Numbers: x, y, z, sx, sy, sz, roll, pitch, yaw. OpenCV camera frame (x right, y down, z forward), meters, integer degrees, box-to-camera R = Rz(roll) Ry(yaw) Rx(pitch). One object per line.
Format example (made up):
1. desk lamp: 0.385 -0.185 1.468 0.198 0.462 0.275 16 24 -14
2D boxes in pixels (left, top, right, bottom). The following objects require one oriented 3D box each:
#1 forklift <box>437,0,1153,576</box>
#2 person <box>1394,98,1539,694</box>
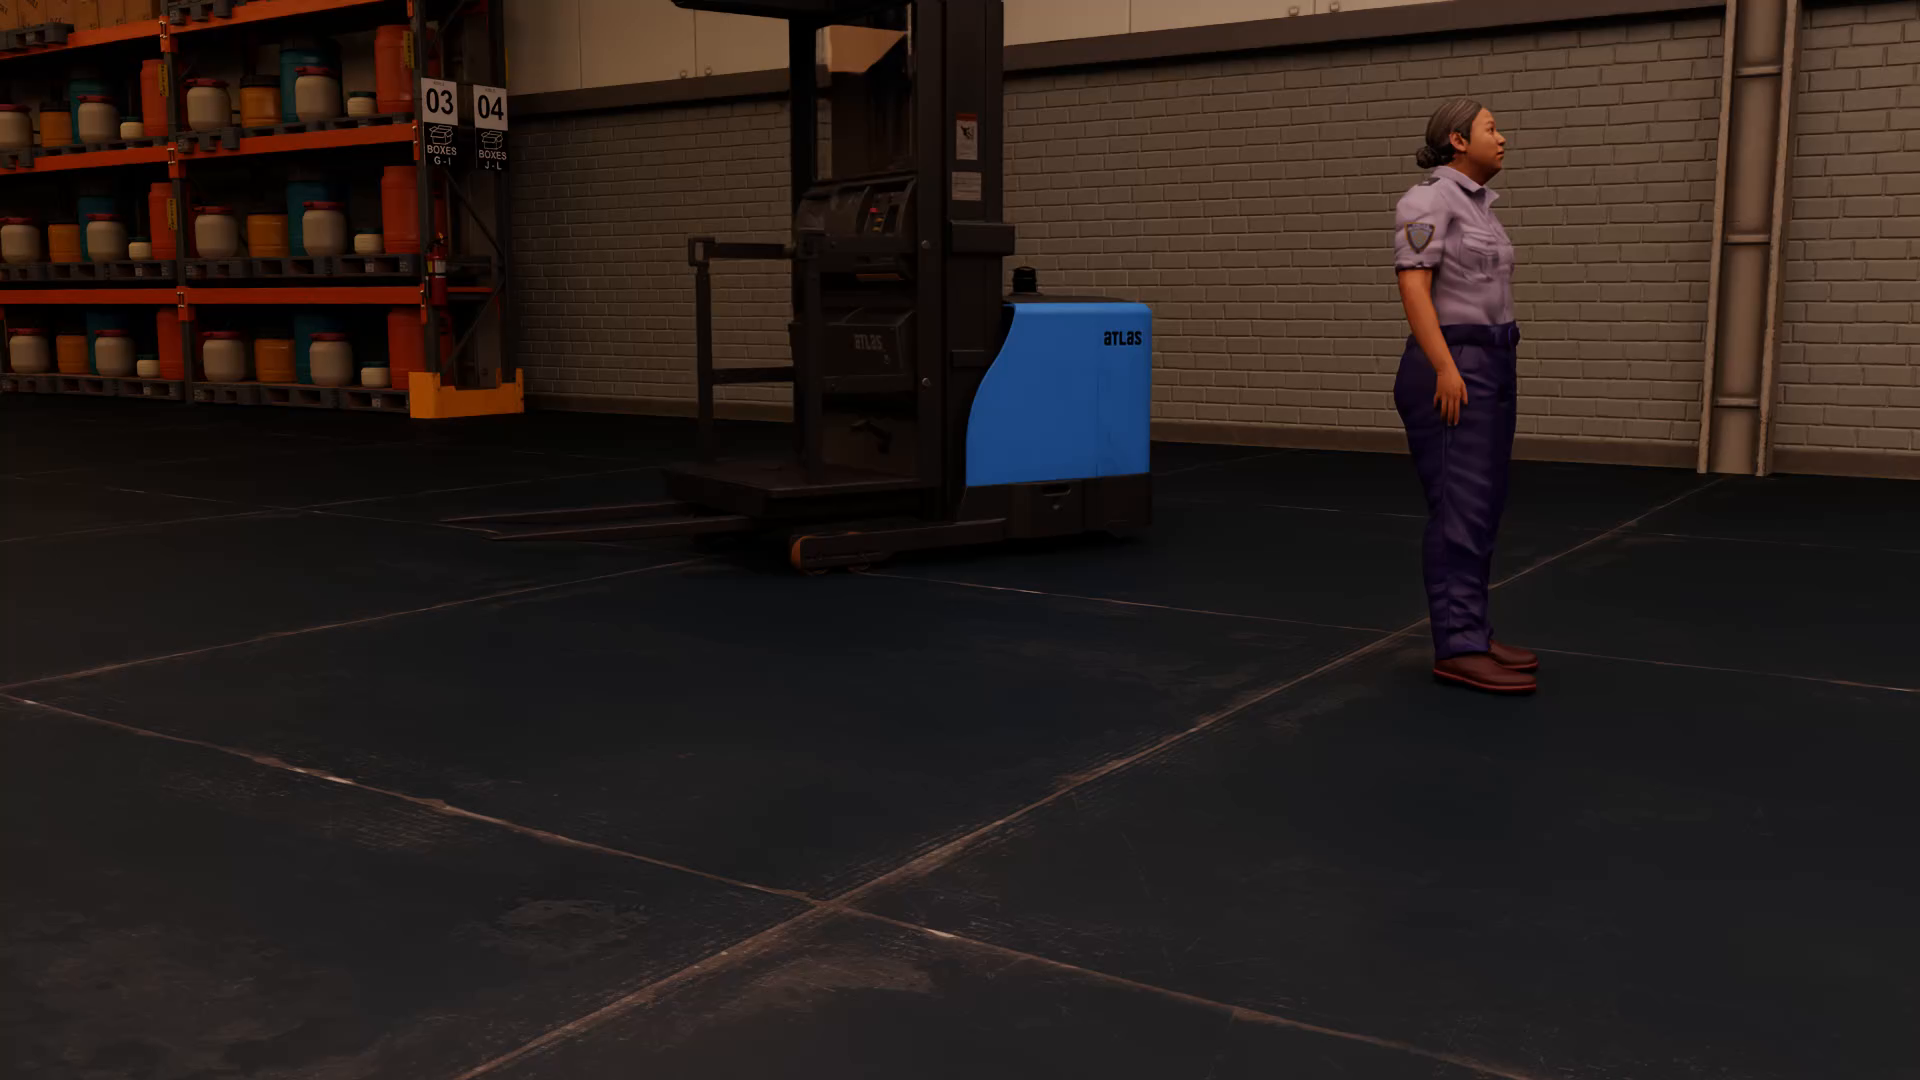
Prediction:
1. forklift: -0.632 -1.392 6.979 3.031 2.935 1.130 -5 10 -33
2. person: 1.519 -0.435 4.791 0.487 1.656 0.583 6 10 34
